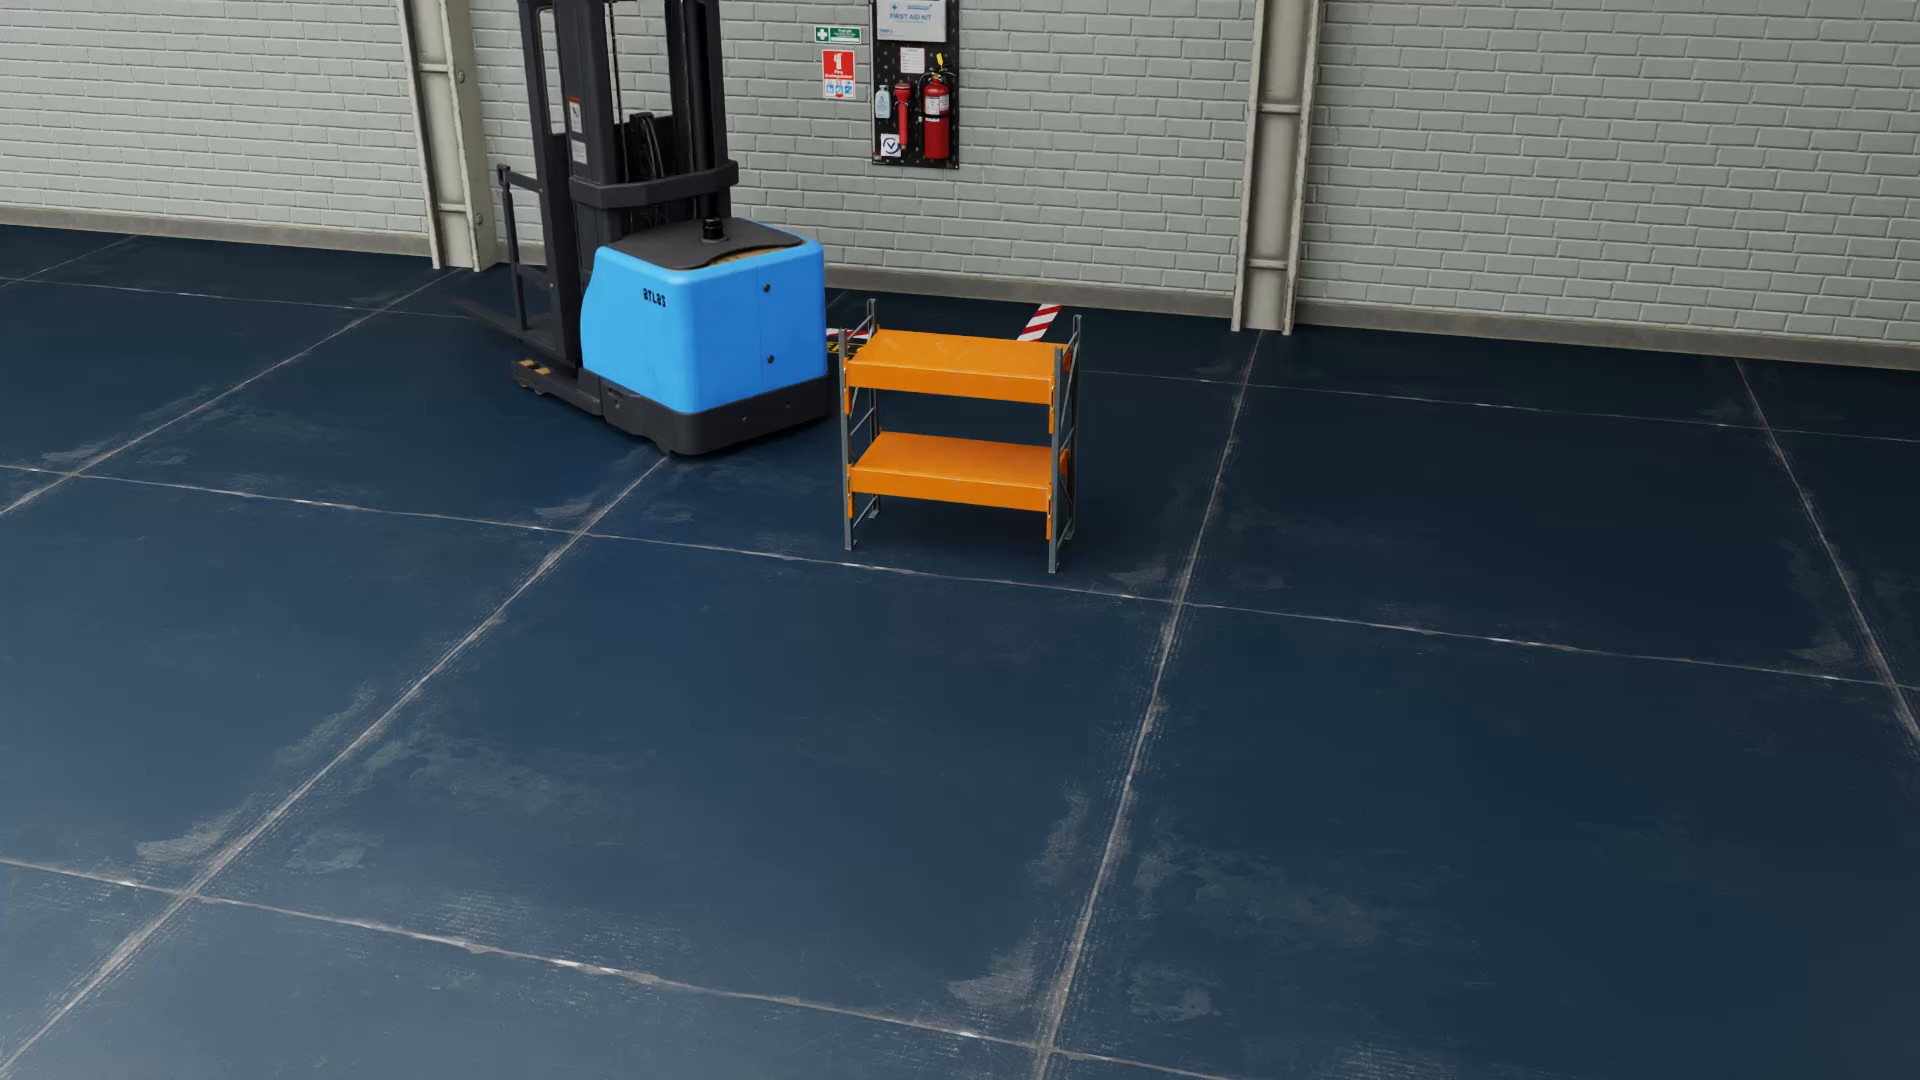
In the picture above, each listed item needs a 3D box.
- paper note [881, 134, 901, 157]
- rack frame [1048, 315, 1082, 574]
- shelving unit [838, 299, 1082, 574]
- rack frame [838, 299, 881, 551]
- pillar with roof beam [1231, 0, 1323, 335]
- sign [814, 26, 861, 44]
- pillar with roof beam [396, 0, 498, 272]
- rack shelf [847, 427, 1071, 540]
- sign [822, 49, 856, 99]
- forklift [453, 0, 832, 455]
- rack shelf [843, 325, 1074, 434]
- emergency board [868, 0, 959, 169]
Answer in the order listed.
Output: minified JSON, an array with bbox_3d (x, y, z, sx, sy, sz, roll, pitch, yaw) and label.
[{"bbox_3d":[-0.480,-2.739,11.538,0.142,0.148,0.016,6,26,13],"label":"paper note"},{"bbox_3d":[0.499,-0.453,7.892,0.032,1.125,0.500,6,26,13],"label":"rack frame"},{"bbox_3d":[0.007,-0.507,8.007,1.048,1.125,0.538,6,26,13],"label":"shelving unit"},{"bbox_3d":[-0.486,-0.562,8.121,0.032,1.125,0.500,6,26,13],"label":"rack frame"},{"bbox_3d":[0.986,-3.725,5.605,0.400,9.000,9.100,6,26,13],"label":"pillar with roof beam"},{"bbox_3d":[-0.833,-3.442,11.332,0.331,0.109,0.001,6,26,13],"label":"sign"},{"bbox_3d":[-4.825,-4.367,6.954,0.400,9.000,9.100,6,26,13],"label":"pillar with roof beam"},{"bbox_3d":[0.007,-0.286,8.112,1.000,0.278,0.538,6,26,13],"label":"rack shelf"},{"bbox_3d":[-0.836,-3.207,11.455,0.234,0.329,0.001,6,26,13],"label":"sign"},{"bbox_3d":[-2.109,-2.332,9.739,1.130,2.935,3.031,-22,33,-38],"label":"forklift"},{"bbox_3d":[0.007,-0.771,7.881,1.000,0.278,0.538,6,26,13],"label":"rack shelf"},{"bbox_3d":[-0.326,-3.089,11.248,0.643,1.169,0.194,6,26,13],"label":"emergency board"}]
